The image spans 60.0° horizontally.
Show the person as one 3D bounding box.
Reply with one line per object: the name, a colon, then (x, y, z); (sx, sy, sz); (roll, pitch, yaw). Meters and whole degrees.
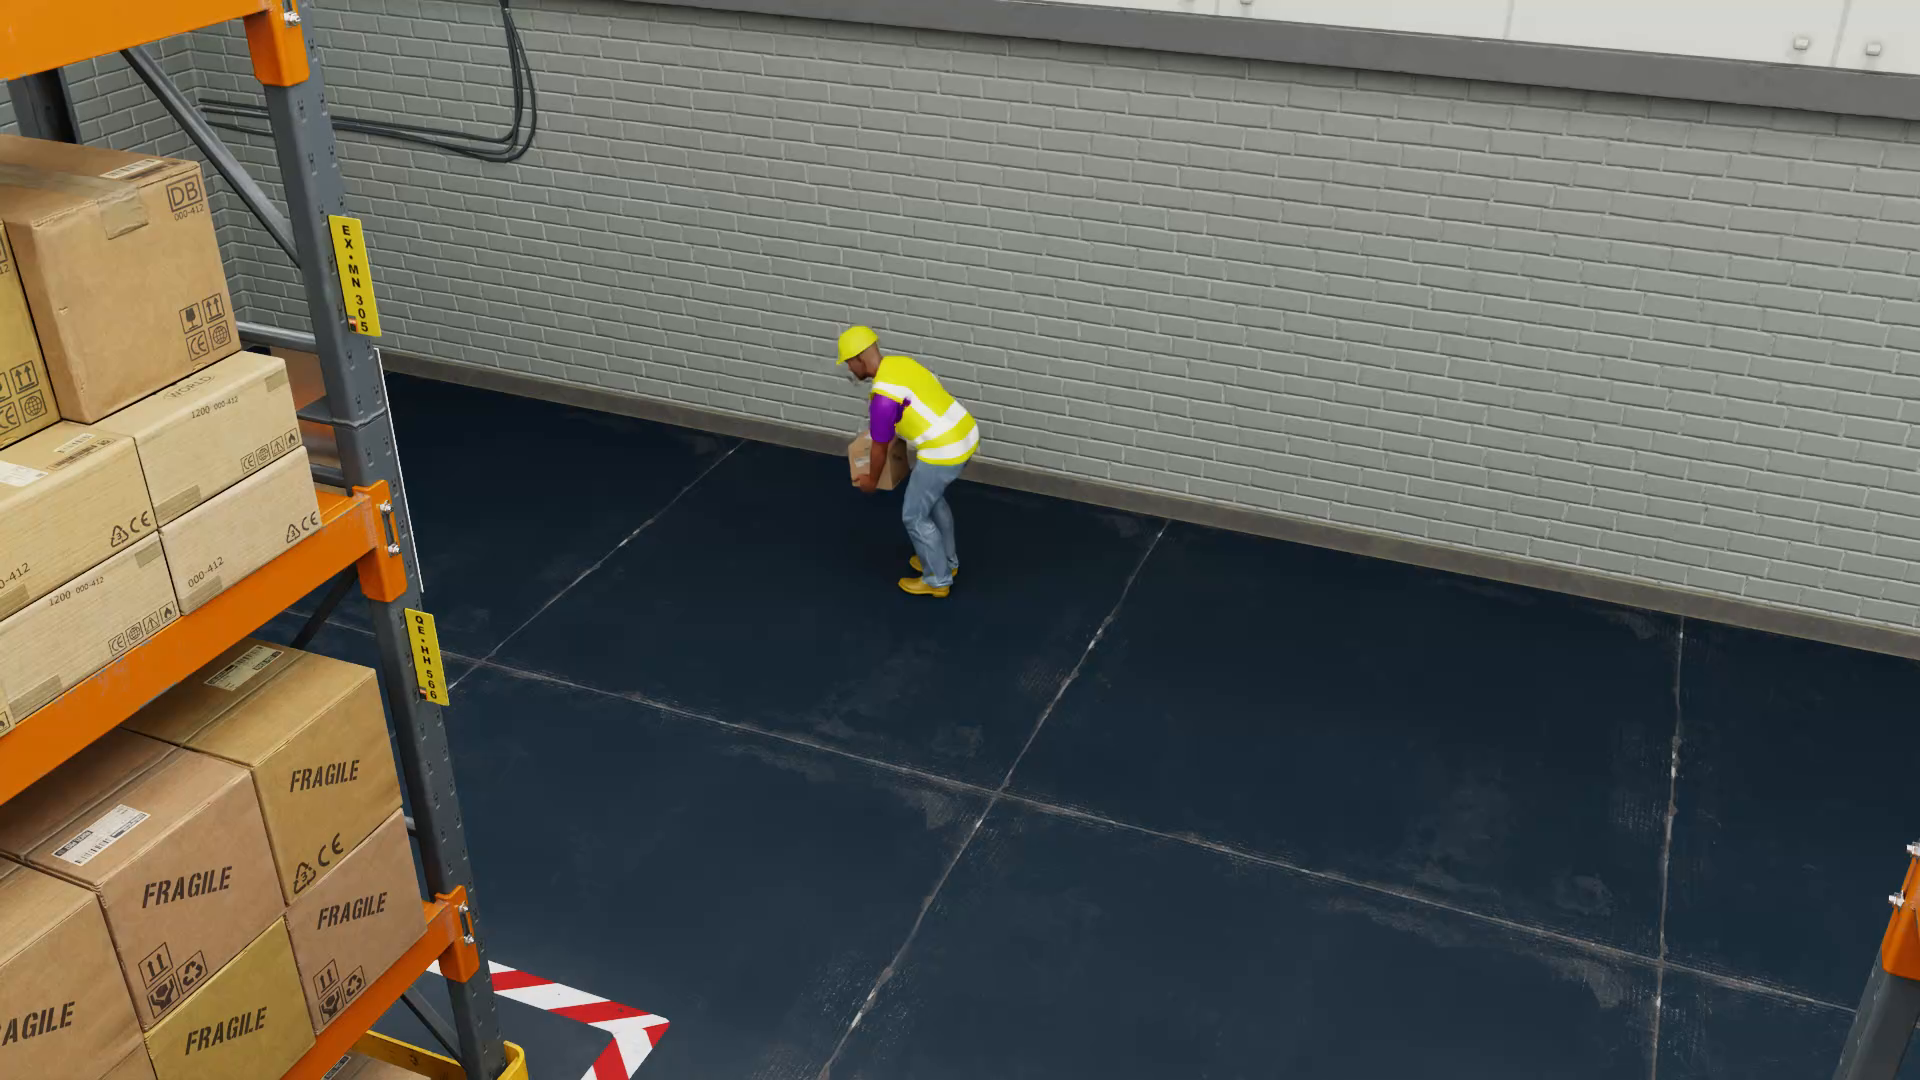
person: (-0.304, -0.453, 9.402); (0.802, 1.542, 0.488); (11, 31, 18)
